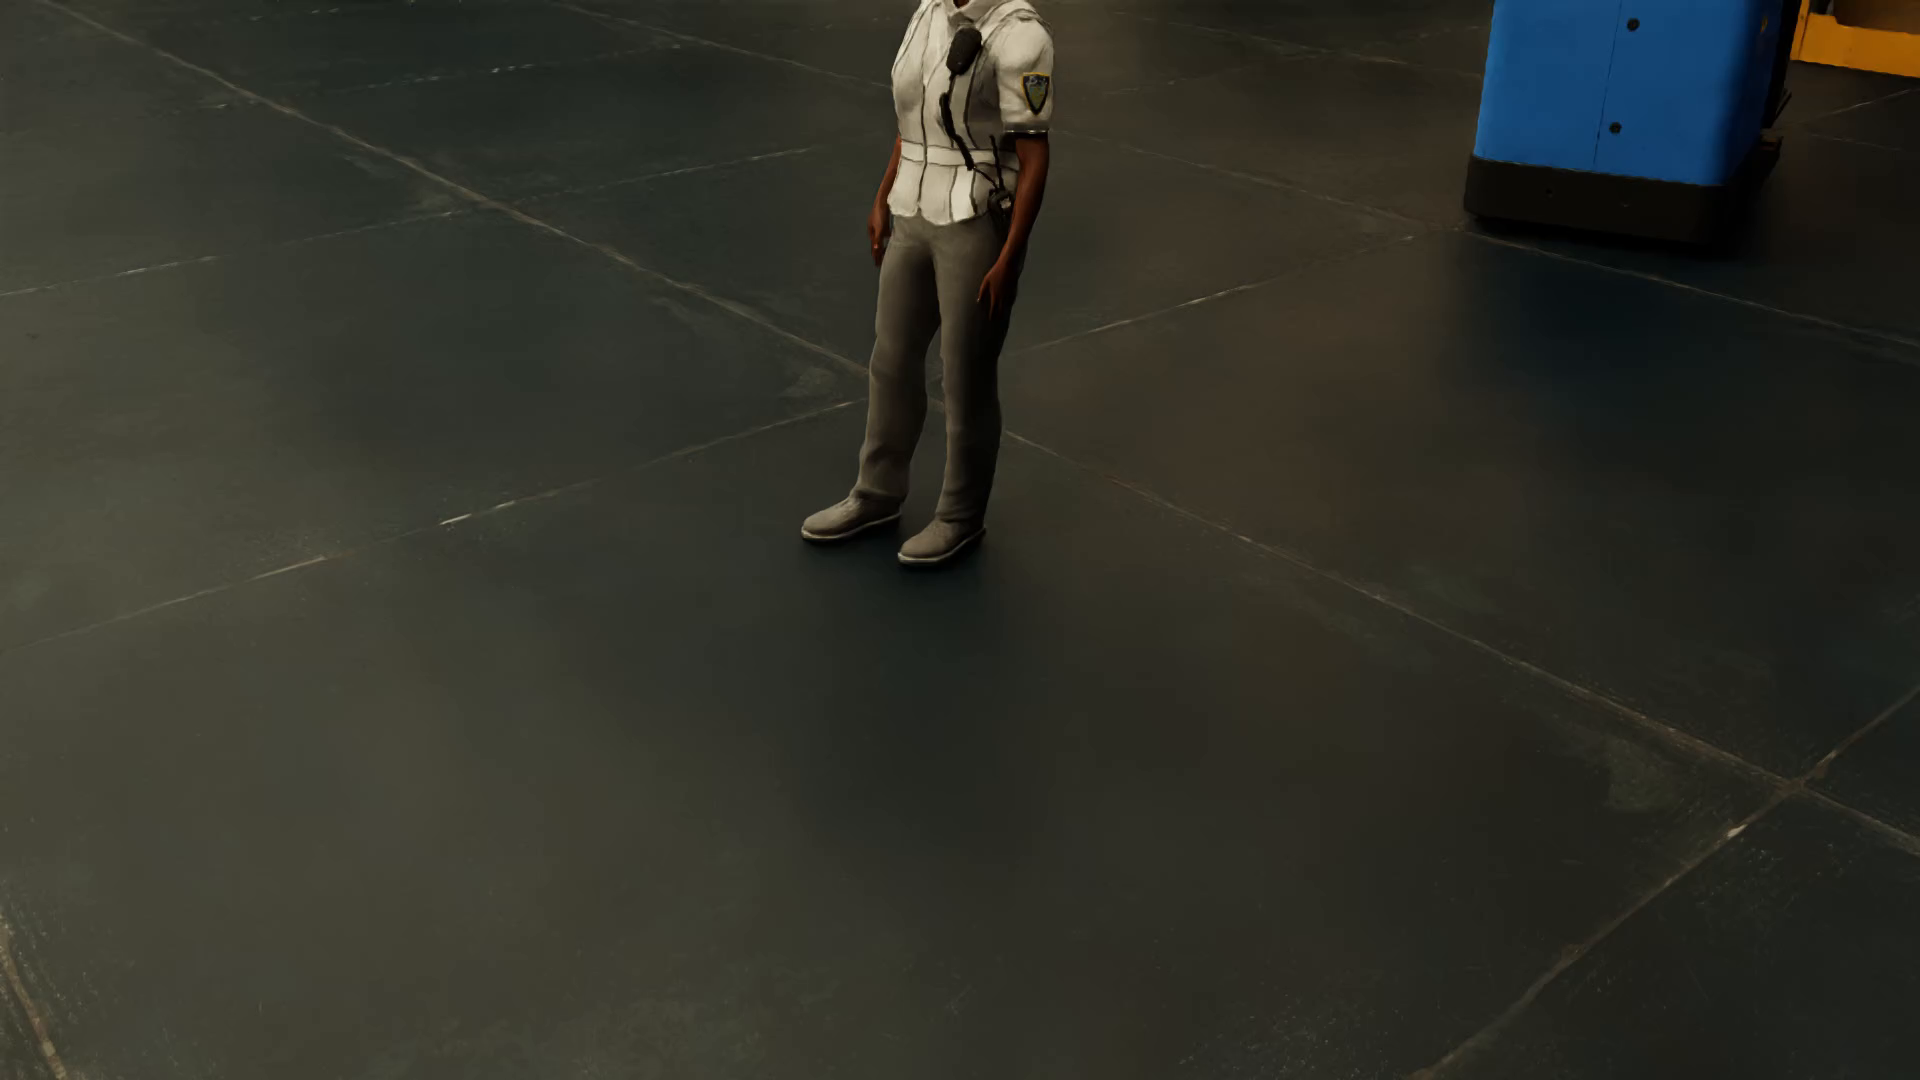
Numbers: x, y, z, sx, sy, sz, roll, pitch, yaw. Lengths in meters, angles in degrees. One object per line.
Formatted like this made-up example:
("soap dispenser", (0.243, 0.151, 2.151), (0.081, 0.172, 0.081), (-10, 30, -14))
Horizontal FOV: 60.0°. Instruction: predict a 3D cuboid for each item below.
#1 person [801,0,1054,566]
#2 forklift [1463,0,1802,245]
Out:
("person", (-0.070, -0.750, 4.092), (0.529, 1.693, 0.570), (-20, 33, -35))
("forklift", (3.367, -3.134, 7.521), (1.130, 2.935, 3.031), (14, 30, 27))
